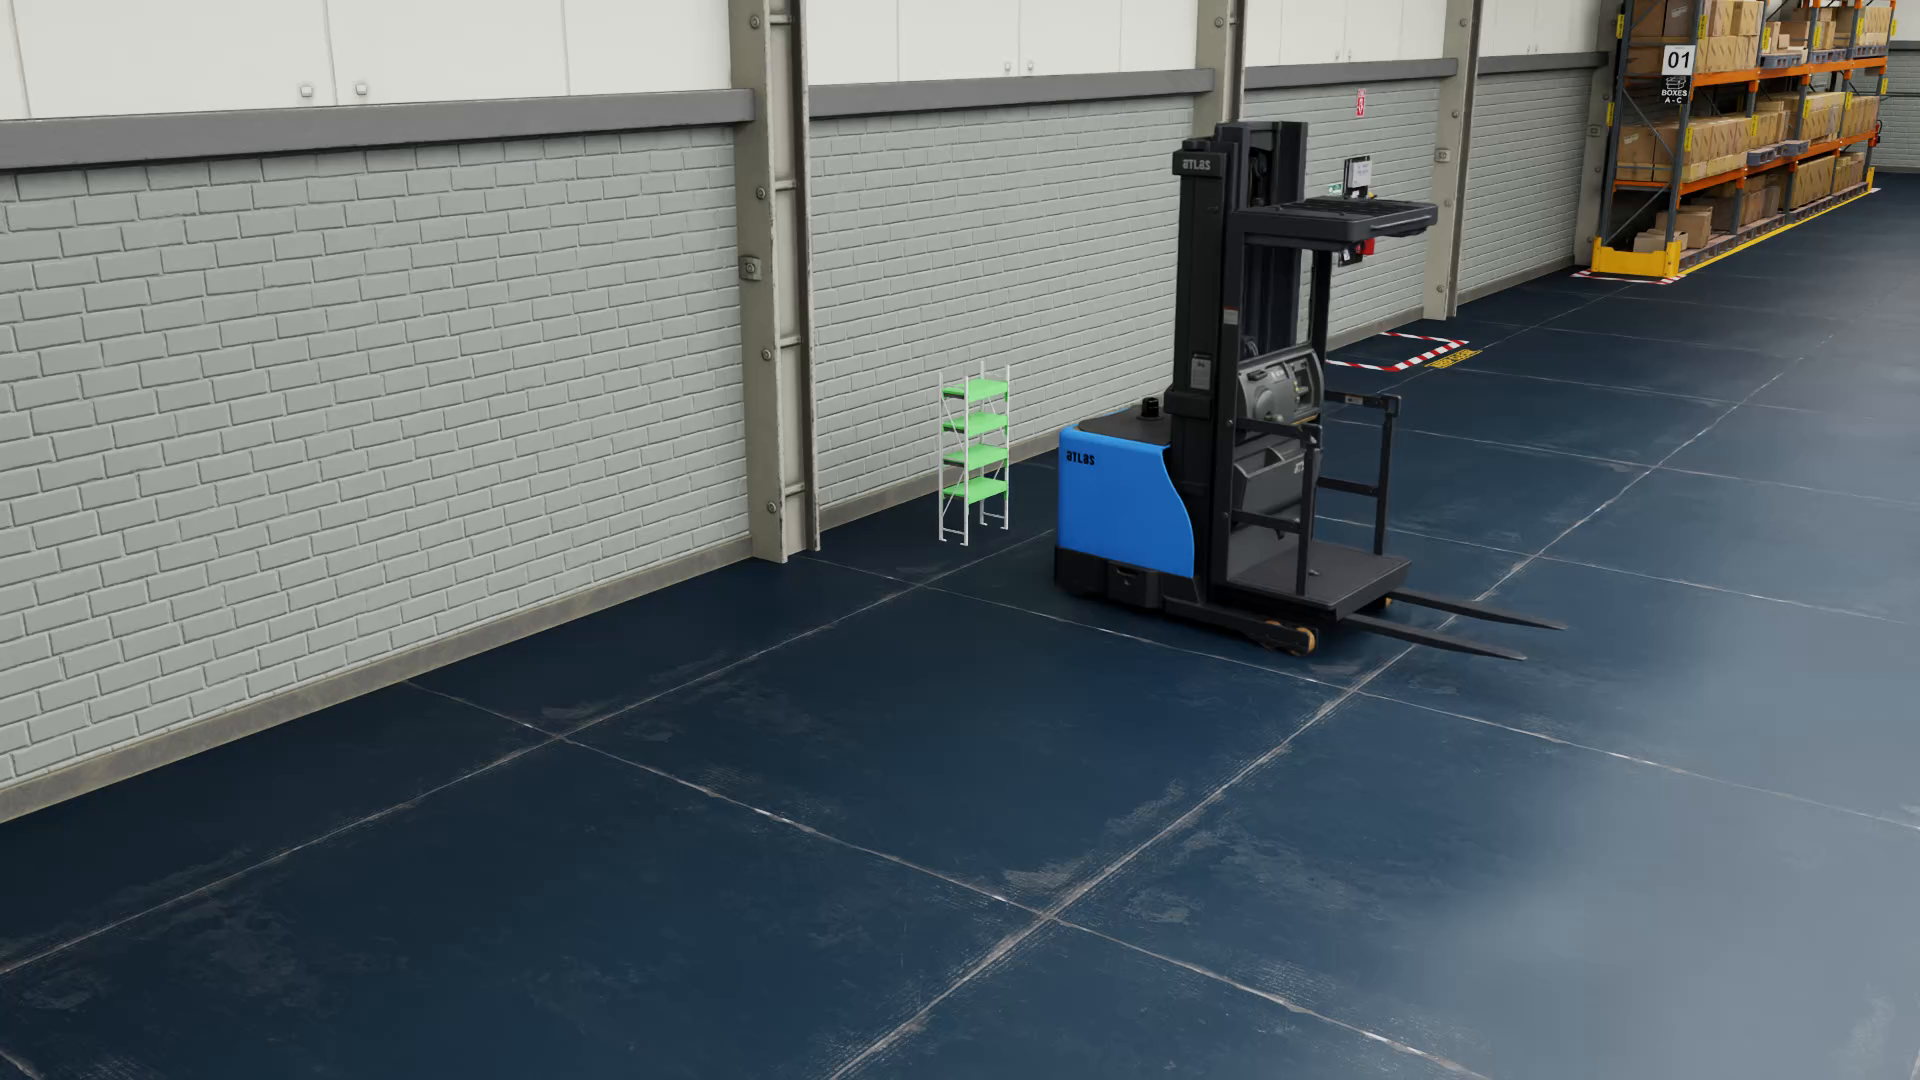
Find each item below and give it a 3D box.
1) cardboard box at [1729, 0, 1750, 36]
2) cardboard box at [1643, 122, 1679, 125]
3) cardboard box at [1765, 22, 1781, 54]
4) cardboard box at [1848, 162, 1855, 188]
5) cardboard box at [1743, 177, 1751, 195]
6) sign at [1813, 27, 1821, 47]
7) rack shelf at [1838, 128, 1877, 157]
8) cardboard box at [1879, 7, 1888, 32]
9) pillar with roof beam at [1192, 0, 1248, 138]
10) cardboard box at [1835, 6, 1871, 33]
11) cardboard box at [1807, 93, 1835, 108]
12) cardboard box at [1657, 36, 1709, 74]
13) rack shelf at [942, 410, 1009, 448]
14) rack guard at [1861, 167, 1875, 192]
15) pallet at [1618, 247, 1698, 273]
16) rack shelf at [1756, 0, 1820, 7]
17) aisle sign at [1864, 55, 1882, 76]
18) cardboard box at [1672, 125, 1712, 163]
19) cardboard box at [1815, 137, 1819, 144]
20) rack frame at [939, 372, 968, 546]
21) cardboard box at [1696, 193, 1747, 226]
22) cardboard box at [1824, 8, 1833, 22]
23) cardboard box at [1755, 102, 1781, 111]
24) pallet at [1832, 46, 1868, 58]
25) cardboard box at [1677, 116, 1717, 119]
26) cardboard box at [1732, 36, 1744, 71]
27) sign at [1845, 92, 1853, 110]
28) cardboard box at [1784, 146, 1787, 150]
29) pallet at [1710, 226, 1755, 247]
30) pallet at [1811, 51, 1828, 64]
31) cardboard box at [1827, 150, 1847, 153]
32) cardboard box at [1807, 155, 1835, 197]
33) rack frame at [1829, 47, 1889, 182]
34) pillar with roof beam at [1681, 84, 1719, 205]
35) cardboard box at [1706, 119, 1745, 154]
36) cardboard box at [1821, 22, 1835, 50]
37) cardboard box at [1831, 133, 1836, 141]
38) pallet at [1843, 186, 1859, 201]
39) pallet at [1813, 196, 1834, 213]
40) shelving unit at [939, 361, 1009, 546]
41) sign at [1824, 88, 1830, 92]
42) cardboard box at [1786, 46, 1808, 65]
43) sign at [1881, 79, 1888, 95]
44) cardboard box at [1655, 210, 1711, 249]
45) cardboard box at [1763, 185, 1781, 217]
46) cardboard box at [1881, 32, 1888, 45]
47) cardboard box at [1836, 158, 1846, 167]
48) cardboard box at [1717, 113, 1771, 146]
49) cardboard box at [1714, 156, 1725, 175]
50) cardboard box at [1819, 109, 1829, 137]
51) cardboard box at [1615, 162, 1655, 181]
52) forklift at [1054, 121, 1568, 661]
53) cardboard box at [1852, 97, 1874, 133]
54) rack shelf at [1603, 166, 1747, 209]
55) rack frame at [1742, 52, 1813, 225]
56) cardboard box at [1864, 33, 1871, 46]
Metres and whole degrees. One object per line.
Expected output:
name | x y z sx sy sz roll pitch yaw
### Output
cardboard box | 11.478 -7.810 24.889 0.500 0.500 0.500 12 21 33
cardboard box | 10.519 -6.004 24.973 0.500 0.500 0.500 12 21 33
cardboard box | 13.305 -8.359 27.669 0.500 0.500 0.500 12 21 33
cardboard box | 18.396 -7.710 35.020 0.700 0.500 0.500 12 21 33
cardboard box | 13.172 -6.051 28.380 0.500 0.250 0.500 12 21 33
sign | 14.998 -8.804 29.107 0.100 0.325 0.005 12 21 35
rack shelf | 18.138 -8.307 34.648 1.077 0.370 4.000 12 21 35
cardboard box | 18.806 -10.754 34.370 0.500 0.500 0.500 13 22 36
pillar with roof beam | 5.826 -4.881 12.289 9.100 9.000 0.400 12 21 35
cardboard box | 17.597 -10.261 32.783 0.500 0.500 0.500 12 21 34
cardboard box | 16.258 -8.333 31.552 0.500 0.250 0.500 13 21 36
cardboard box | 10.197 -6.841 23.455 0.500 0.500 0.500 13 22 36
rack shelf | 0.099 -0.781 11.641 0.258 0.148 0.480 12 21 35
rack guard | 19.344 -7.938 36.464 1.175 0.500 0.348 12 21 35
pallet | 10.354 -4.189 24.878 1.003 0.211 1.213 12 21 35
rack shelf | 13.372 -9.075 27.681 1.077 0.370 4.000 12 21 35
aisle sign | 19.614 -10.332 35.574 0.394 0.787 0.004 12 21 35
cardboard box | 10.625 -5.788 24.280 0.500 0.500 0.500 12 21 35
cardboard box | 16.013 -7.577 31.474 0.380 0.149 0.250 13 22 36
rack frame | -0.047 -0.554 11.506 0.240 1.200 0.015 12 21 35
cardboard box | 12.873 -5.595 28.175 0.700 0.500 0.500 12 21 34
cardboard box | 16.317 -10.036 31.771 0.500 0.250 0.500 14 22 39
cardboard box | 14.202 -7.622 29.226 0.380 0.149 0.250 9 19 26
pallet | 17.443 -9.757 33.197 1.003 0.211 1.213 12 21 35
cardboard box | 11.732 -6.489 26.538 0.500 0.500 0.500 12 21 33
cardboard box | 11.466 -7.337 25.053 0.500 0.500 0.500 11 21 33
sign | 17.388 -8.595 32.546 0.100 0.325 0.005 12 21 35
cardboard box | 14.946 -7.148 30.094 0.380 0.149 0.250 12 21 34
pallet | 12.643 -5.122 27.883 1.003 0.211 1.213 12 21 35
pallet | 14.904 -8.726 30.046 1.213 0.211 1.003 14 22 37
cardboard box | 18.907 -8.324 35.903 0.380 0.149 0.250 13 21 35
cardboard box | 16.664 -7.170 32.691 0.750 0.750 0.750 13 21 35
rack frame | 19.330 -9.126 36.075 1.000 3.000 0.127 12 21 35
pillar with roof beam | 16.551 -9.169 26.095 9.100 9.000 0.400 12 21 35
cardboard box | 11.854 -6.277 25.855 0.500 0.500 0.500 12 21 34
cardboard box | 16.054 -9.530 31.406 0.700 0.500 0.500 12 21 34
cardboard box | 16.841 -7.868 32.414 0.380 0.149 0.250 13 21 36
pallet | 18.189 -7.301 34.899 1.003 0.211 1.213 12 21 35
pallet | 16.547 -6.645 32.786 1.003 0.211 1.213 12 21 35
shelving unit | 0.099 -0.612 11.693 0.258 1.200 0.503 12 21 35
sign | 18.888 -9.677 36.255 0.100 0.325 0.005 12 21 35
cardboard box | 14.351 -8.401 28.799 0.500 0.311 0.500 12 21 35
sign | 19.758 -9.693 35.549 0.100 0.325 0.005 12 21 35
cardboard box | 11.098 -4.783 25.560 0.700 0.500 0.500 11 20 31
cardboard box | 14.176 -6.057 29.663 0.700 0.500 0.500 13 21 35
cardboard box | 19.107 -10.514 34.862 0.500 0.250 0.500 13 22 36
cardboard box | 17.825 -7.700 33.893 0.380 0.149 0.250 13 22 37
cardboard box | 13.217 -6.936 28.109 0.700 0.500 0.500 16 24 42
cardboard box | 11.252 -5.680 25.196 0.500 0.250 0.500 13 21 35
cardboard box | 15.978 -7.857 31.284 0.500 0.500 0.500 13 22 36
cardboard box | 9.920 -5.399 24.291 0.500 0.250 0.500 13 21 35
forklift | 2.062 -0.905 9.717 3.031 2.935 1.130 14 22 37
cardboard box | 18.610 -8.971 35.069 0.980 0.700 0.700 12 21 34
rack shelf | 10.988 -5.448 25.444 1.077 0.370 4.000 12 21 35
rack frame | 14.563 -7.221 29.939 1.000 3.000 0.127 12 21 35
cardboard box | 17.885 -10.020 33.270 0.500 0.250 0.500 12 21 34
